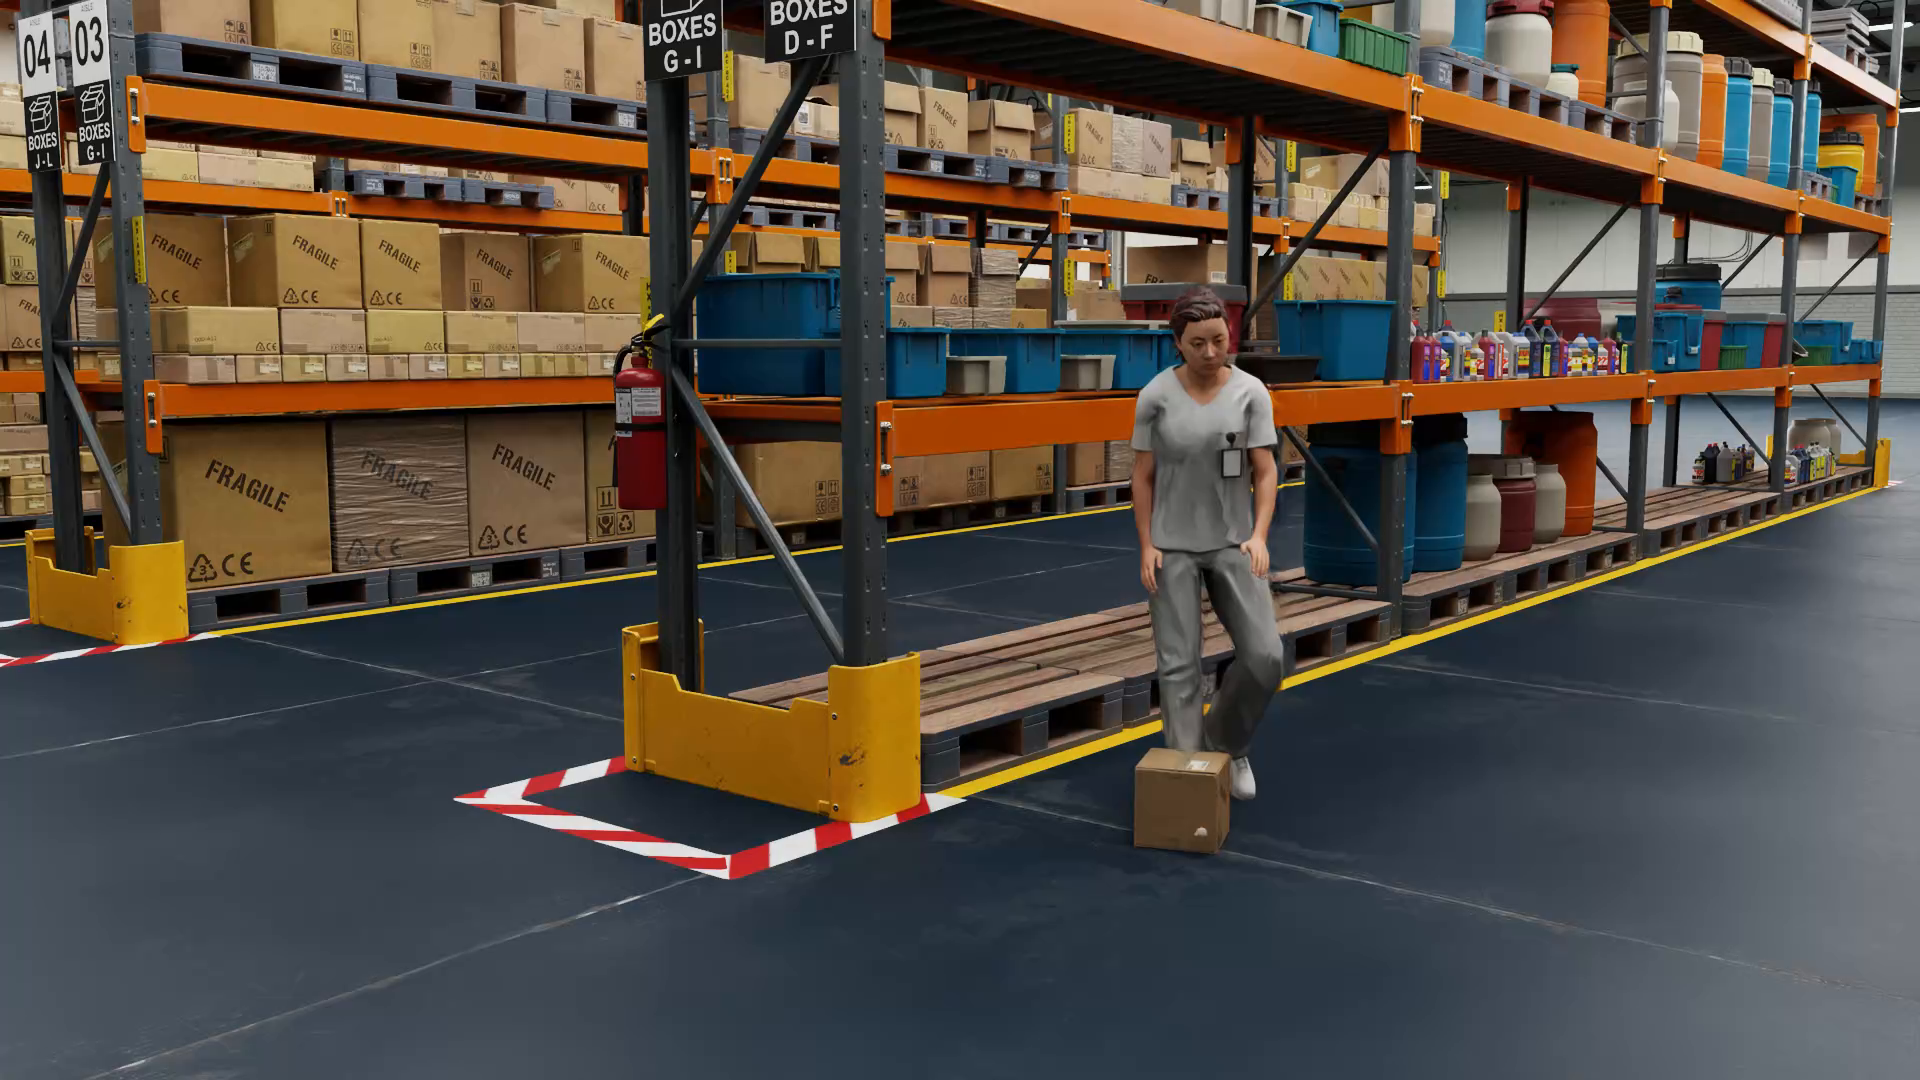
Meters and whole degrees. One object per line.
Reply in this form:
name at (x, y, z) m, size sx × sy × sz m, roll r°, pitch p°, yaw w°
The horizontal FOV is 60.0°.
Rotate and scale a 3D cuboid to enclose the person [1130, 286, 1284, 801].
person at (0.769, 0.046, 5.223) m, size 0.472 × 1.663 × 0.571 m, roll 0°, pitch 7°, yaw 3°
